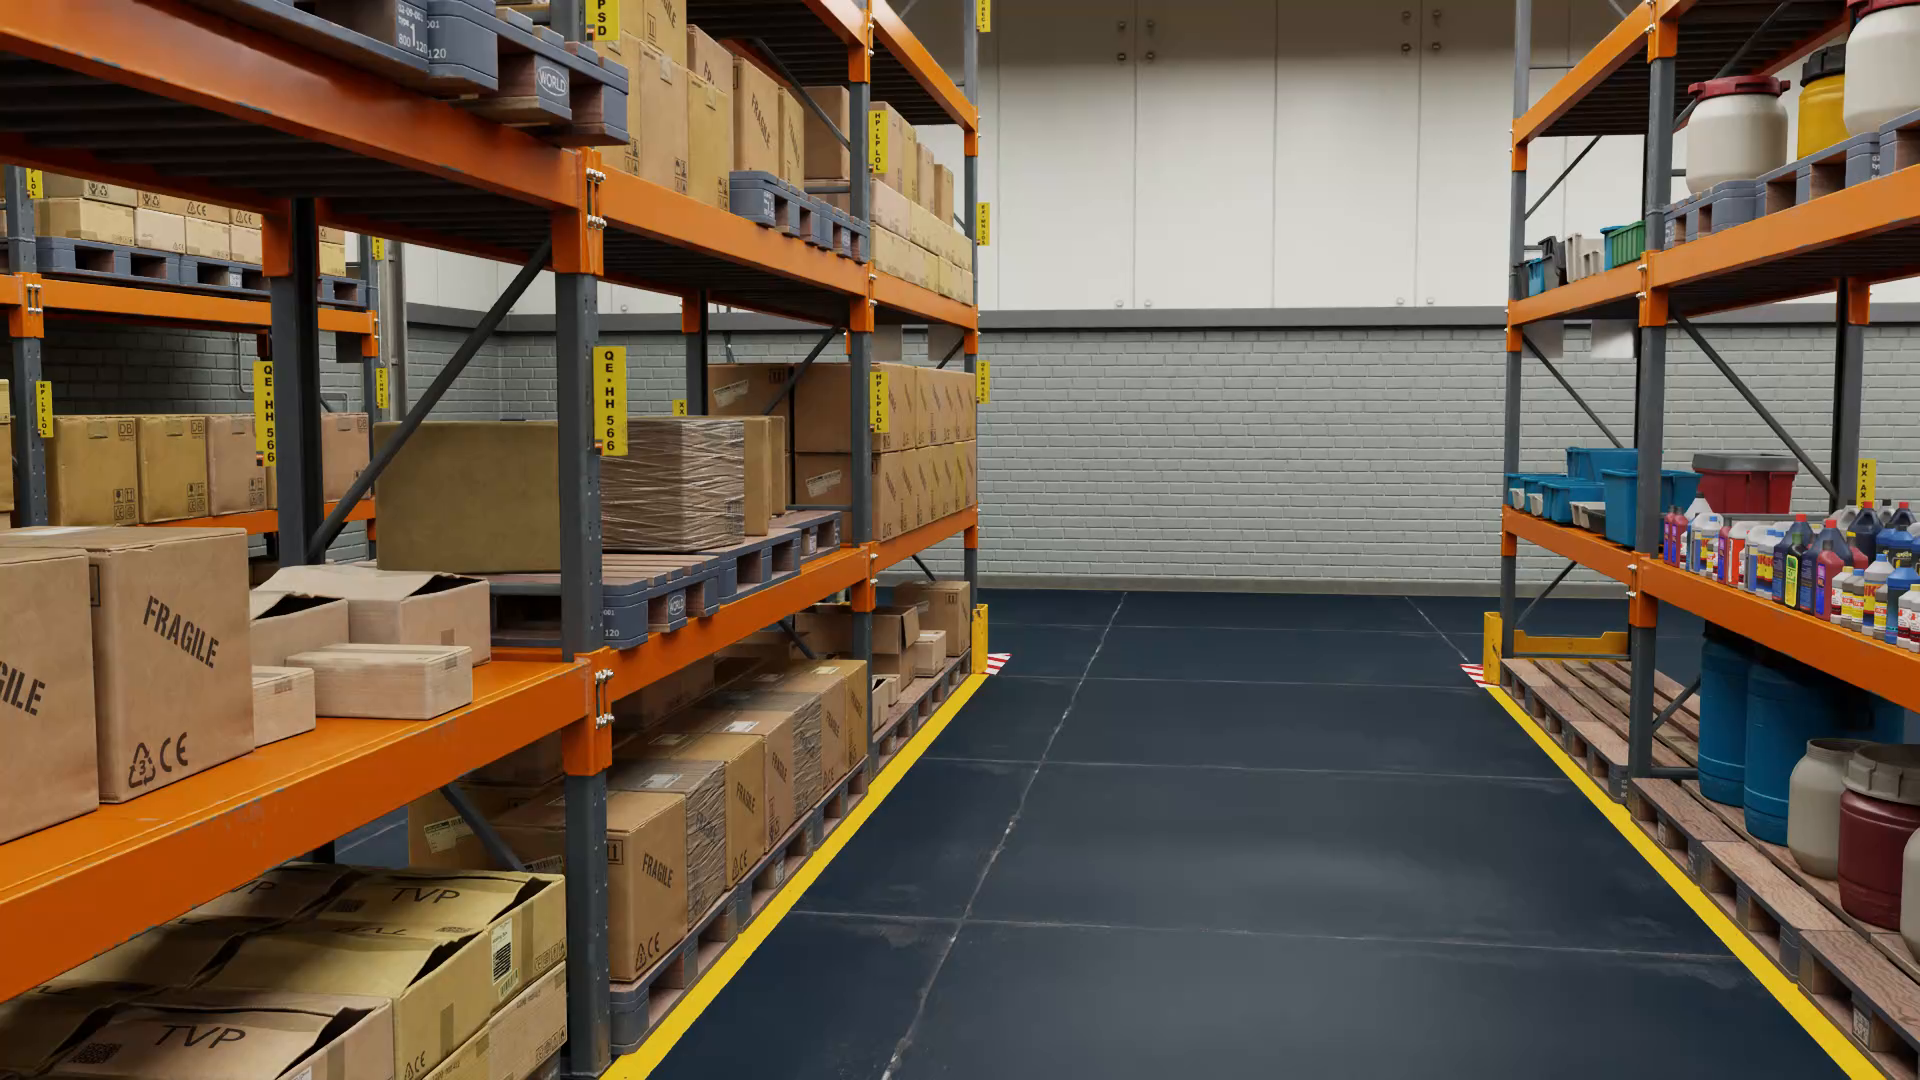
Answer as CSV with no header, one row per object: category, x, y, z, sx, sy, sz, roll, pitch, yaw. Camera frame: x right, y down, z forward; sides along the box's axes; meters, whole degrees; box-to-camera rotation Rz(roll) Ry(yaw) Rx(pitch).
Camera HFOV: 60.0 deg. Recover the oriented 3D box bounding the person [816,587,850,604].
person,-1.192,0.446,15.449,0.430,0.778,0.871,1,5,7
